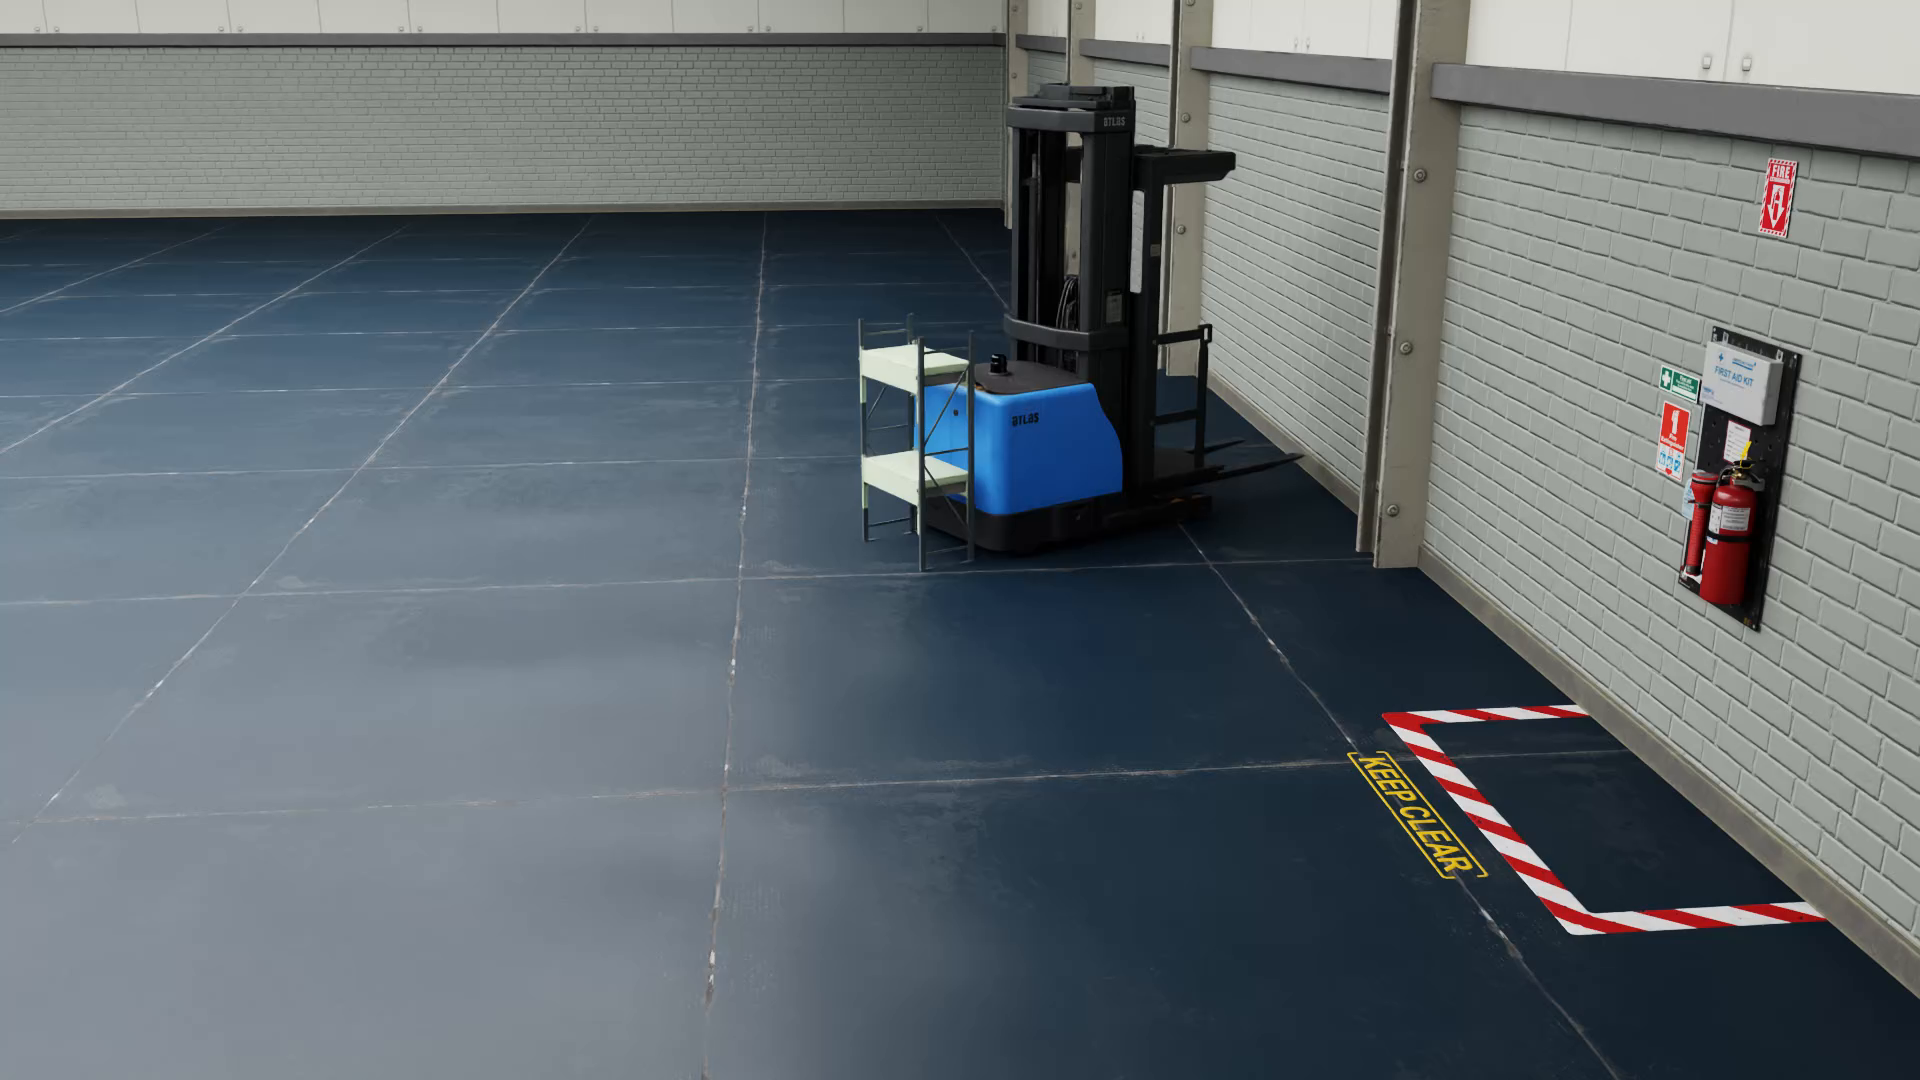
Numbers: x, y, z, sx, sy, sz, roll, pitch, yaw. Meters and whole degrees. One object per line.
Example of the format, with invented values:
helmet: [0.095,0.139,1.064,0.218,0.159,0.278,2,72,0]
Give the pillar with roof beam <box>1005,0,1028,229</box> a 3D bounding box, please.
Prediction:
pillar with roof beam: [-3.354,-9.407,26.118,9.100,9.000,0.400,-2,18,-6]

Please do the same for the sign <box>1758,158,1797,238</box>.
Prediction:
sign: [3.285,-1.376,6.683,0.001,0.298,0.199,-2,18,-6]

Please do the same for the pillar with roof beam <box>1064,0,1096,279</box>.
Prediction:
pillar with roof beam: [-2.735,-7.620,20.424,9.100,9.000,0.400,-2,18,-6]

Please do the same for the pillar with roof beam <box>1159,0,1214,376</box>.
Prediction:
pillar with roof beam: [-2.116,-5.832,14.730,9.100,9.000,0.400,-2,18,-6]

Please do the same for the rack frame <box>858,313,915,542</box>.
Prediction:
rack frame: [-0.479,-0.734,11.012,0.400,1.500,0.023,-11,20,-31]

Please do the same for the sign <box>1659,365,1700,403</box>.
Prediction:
sign: [3.224,-0.701,7.458,0.001,0.109,0.331,-2,18,-6]

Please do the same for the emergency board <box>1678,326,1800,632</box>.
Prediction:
emergency board: [3.187,-0.265,7.013,0.194,1.169,0.643,-2,18,-6]

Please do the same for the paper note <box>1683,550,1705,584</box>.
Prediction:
paper note: [3.237,0.101,7.320,0.016,0.148,0.142,-2,18,-6]

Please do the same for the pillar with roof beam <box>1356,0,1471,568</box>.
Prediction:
pillar with roof beam: [-1.497,-4.044,9.036,9.100,9.000,0.400,-2,18,-6]

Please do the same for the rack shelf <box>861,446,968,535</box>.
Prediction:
rack shelf: [-0.282,-0.331,10.815,0.431,0.370,0.720,-11,20,-31]

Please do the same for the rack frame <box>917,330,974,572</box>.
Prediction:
rack frame: [-0.084,-0.550,10.424,0.400,1.500,0.023,-11,20,-31]

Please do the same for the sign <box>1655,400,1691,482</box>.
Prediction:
sign: [3.232,-0.450,7.543,0.001,0.329,0.234,-2,18,-6]

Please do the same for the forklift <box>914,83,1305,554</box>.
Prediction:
forklift: [1.161,-1.636,11.494,3.031,2.935,1.130,-12,21,-34]

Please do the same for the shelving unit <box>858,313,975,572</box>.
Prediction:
shelving unit: [-0.282,-0.642,10.718,0.431,1.500,0.755,-11,20,-31]

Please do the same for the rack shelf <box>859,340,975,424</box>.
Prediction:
rack shelf: [-0.282,-1.014,10.601,0.431,0.370,0.720,-11,20,-31]
